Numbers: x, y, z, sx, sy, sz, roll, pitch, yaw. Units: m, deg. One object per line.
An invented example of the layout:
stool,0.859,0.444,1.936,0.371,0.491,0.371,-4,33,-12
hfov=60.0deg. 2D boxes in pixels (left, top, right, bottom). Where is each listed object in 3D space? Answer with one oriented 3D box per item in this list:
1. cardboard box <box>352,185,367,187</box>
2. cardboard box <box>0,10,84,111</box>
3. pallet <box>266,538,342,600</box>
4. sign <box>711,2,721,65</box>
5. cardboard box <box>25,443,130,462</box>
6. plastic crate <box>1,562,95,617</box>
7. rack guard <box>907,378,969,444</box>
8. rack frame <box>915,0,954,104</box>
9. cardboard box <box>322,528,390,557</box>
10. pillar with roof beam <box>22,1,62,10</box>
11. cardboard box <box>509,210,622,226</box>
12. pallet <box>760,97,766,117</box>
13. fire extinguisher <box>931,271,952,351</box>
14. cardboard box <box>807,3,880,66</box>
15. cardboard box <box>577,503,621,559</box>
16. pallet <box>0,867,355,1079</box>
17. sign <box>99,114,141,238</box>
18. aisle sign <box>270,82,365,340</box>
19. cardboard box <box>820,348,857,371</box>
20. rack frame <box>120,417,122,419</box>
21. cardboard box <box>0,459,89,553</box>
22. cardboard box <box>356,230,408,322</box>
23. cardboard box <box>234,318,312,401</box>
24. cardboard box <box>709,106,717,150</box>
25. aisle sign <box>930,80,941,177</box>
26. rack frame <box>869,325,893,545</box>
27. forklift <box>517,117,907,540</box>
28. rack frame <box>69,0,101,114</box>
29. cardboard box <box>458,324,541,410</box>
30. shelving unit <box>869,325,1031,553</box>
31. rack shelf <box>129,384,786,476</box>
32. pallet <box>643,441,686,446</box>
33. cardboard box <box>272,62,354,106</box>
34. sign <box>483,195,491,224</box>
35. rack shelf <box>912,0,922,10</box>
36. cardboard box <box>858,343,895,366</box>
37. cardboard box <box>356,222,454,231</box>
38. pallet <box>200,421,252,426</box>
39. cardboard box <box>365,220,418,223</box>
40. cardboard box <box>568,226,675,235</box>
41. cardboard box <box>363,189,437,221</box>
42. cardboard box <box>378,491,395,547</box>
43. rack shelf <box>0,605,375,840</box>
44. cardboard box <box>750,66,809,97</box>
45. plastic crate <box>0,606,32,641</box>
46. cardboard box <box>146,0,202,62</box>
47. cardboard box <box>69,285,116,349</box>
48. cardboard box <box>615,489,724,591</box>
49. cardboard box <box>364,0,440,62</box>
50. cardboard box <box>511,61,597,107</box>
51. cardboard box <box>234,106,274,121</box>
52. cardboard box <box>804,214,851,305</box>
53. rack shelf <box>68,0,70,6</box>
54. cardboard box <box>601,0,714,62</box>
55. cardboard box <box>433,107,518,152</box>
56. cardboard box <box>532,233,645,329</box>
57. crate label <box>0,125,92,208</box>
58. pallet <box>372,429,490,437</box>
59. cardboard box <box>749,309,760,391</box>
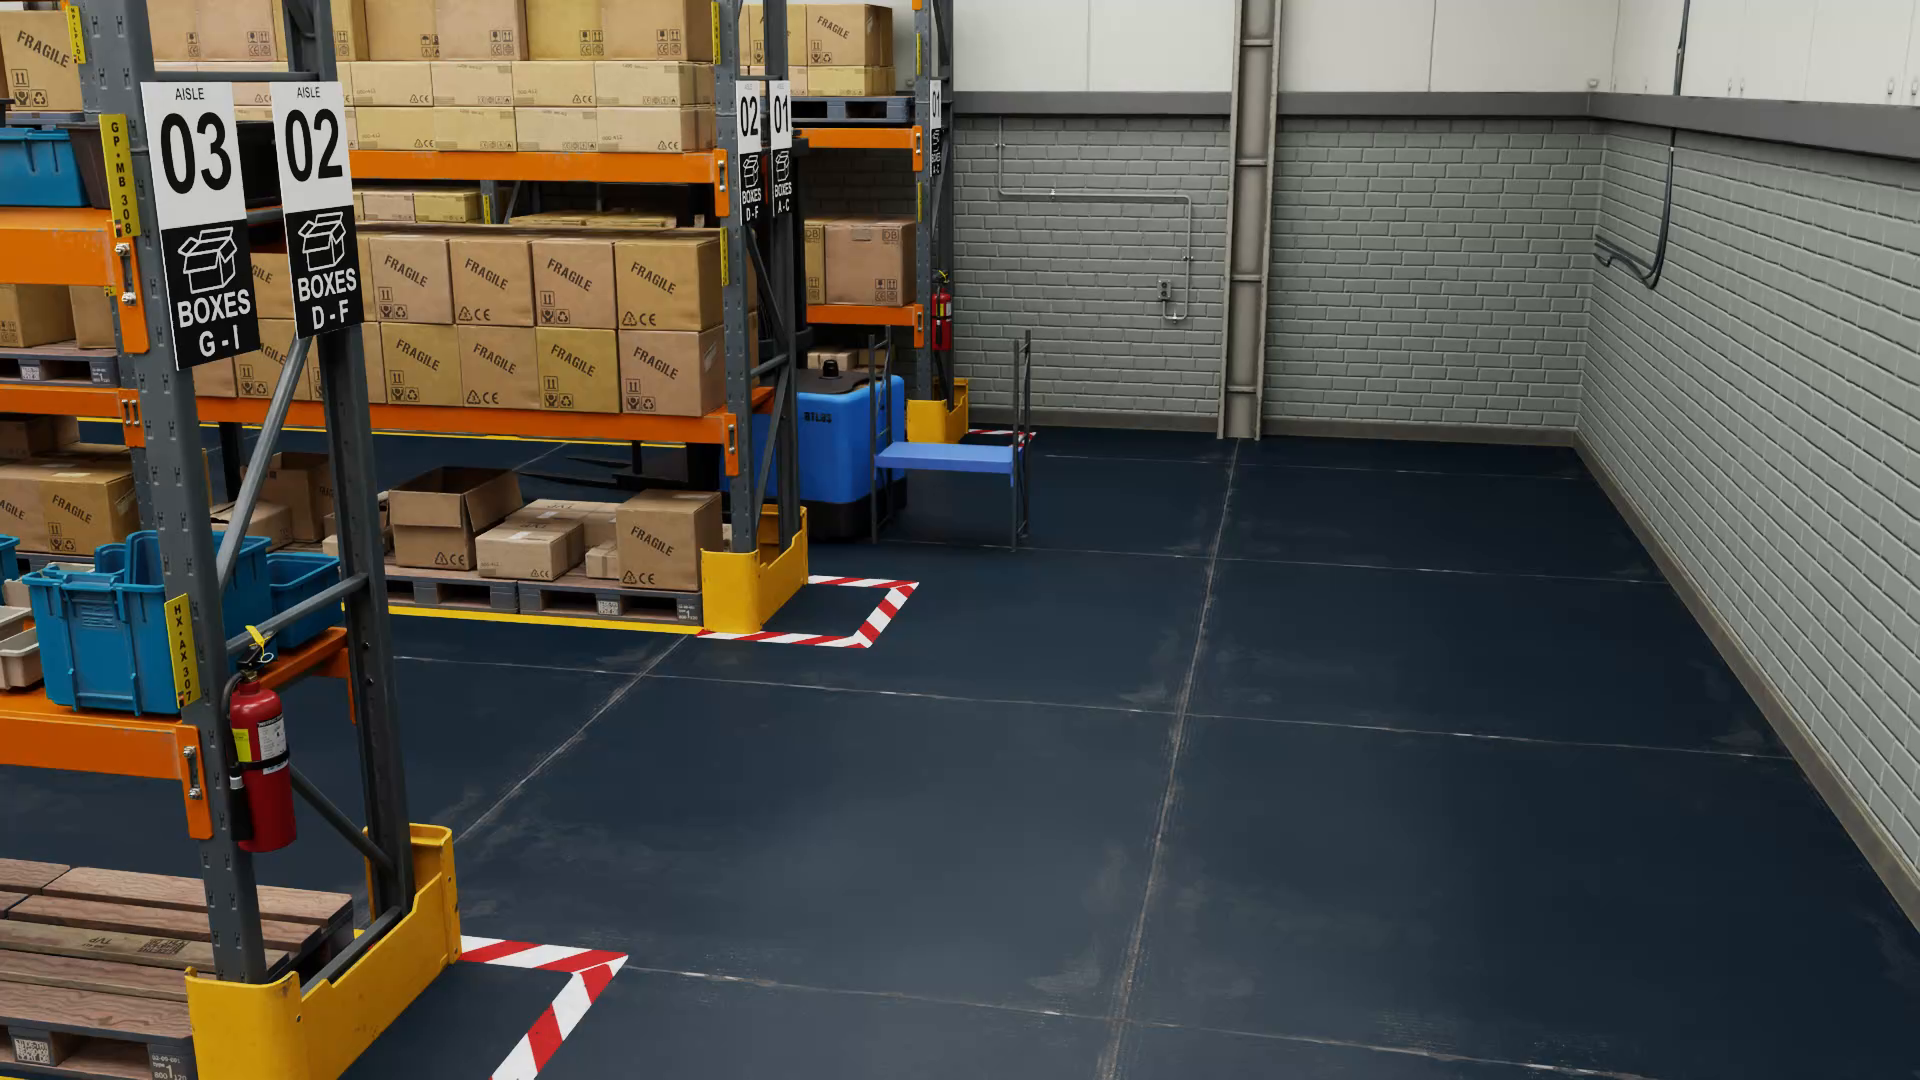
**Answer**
cardboard box,-6.052,-3.279,16.025,0.500,0.250,0.500,3,16,10
cardboard box,-5.599,-3.038,10.561,0.600,0.600,0.600,2,16,6
pallet,-4.447,0.133,11.117,1.213,0.211,1.003,3,16,11
sign,-1.330,-2.763,9.071,0.005,0.325,0.100,3,16,11
cardboard box,-6.070,-0.370,11.568,0.500,0.500,0.500,3,16,12
plastic crate,-3.330,0.185,6.088,0.298,0.136,0.250,3,16,11
rack guard,-0.193,-1.125,15.118,0.348,0.500,1.175,3,16,11
rack frame,-0.216,-5.222,13.988,0.127,3.000,1.000,3,16,11
cardboard box,-3.902,0.028,10.756,0.250,0.166,0.380,3,16,11
pillar with roof beam,-10.015,-4.817,12.525,0.400,9.000,9.100,3,16,11
cardboard box,-3.608,-2.655,15.397,0.700,0.700,0.980,3,16,12
pallet,-2.145,-3.835,14.765,1.213,0.211,1.003,3,16,11
fire extinguisher,-0.161,-1.985,14.384,0.183,0.674,0.296,3,16,11
cardboard box,-0.988,-4.284,14.121,0.500,0.500,0.500,3,16,11
cardboard box,-2.166,-0.052,10.886,0.500,0.250,0.500,3,16,11
pallet,-2.991,1.550,6.000,1.213,0.211,1.003,3,16,11
sign,-2.284,-0.990,4.523,0.005,0.325,0.100,3,16,11
aisle sign,-2.061,-1.066,5.352,0.004,0.787,0.394,3,16,11
cardboard box,-1.084,-1.612,14.872,0.250,0.149,0.380,3,16,10
rack frame,-8.056,-2.757,16.325,0.127,3.000,1.000,3,16,11
cardboard box,-6.143,-0.235,11.080,0.500,0.500,0.500,3,16,11
cardboard box,-3.705,-1.624,10.177,0.500,0.500,0.500,3,16,9
cardboard box,-4.172,-1.171,10.414,0.500,0.500,0.500,3,16,12
cardboard box,-1.653,-2.502,10.068,0.500,0.250,0.500,3,16,11
aisle sign,-0.206,-3.502,14.144,0.004,0.787,0.394,3,16,11
rack frame,-0.563,-0.753,11.901,0.032,1.500,0.500,3,16,12
forklift,-1.965,-1.649,12.455,3.031,2.935,1.130,7,17,23
rack frame,-5.120,-4.139,10.077,0.127,3.000,1.000,3,16,11
cardboard box,-2.690,-1.091,10.123,0.500,0.500,0.500,3,16,12
shelving unit,-0.065,-0.725,11.799,1.048,1.500,0.538,3,16,12
rack shelf,-3.160,-0.795,10.590,4.000,0.370,1.077,3,16,11
pallet,-2.207,-1.075,15.477,1.213,0.211,1.003,3,16,11
cardboard box,-3.715,-2.715,9.901,0.500,0.250,0.500,3,16,11
sign,-4.235,-2.921,14.898,0.005,0.325,0.100,3,16,11
rack shelf,-2.176,-4.789,14.521,4.000,0.370,1.077,3,16,11
cardboard box,-0.760,-1.698,15.184,0.250,0.149,0.380,3,16,11
cardboard box,-3.576,-1.765,10.686,0.500,0.500,0.500,3,16,12
pallet,-7.298,-1.351,16.475,1.213,0.211,1.003,3,16,11
cardboard box,-5.141,-2.728,15.440,0.500,0.500,0.500,3,16,12
cardboard box,-2.096,-1.683,10.390,0.500,0.500,0.500,3,16,12
cardboard box,-5.144,-3.094,15.356,0.500,0.250,0.500,3,16,12
cardboard box,-3.770,-0.168,11.192,0.500,0.311,0.500,3,16,11
rack shelf,-4.150,0.501,5.913,4.000,0.370,1.077,3,16,11
cardboard box,-1.497,-3.952,14.327,0.500,0.250,0.500,3,16,9
plastic crate,-3.307,0.343,5.515,0.243,0.136,0.396,3,16,11
cardboard box,-4.636,-3.208,10.273,0.500,0.500,0.700,3,16,11
cardboard box,-5.539,-1.582,11.111,0.500,0.500,0.700,-2,16,-8
cardboard box,-1.782,-0.007,10.256,0.500,0.500,0.500,3,16,11
cardboard box,-3.162,-3.132,10.001,0.500,0.500,0.700,3,16,11
cardboard box,-2.244,-2.636,9.616,0.500,0.250,0.500,3,16,11
cardboard box,-4.203,-2.503,10.070,0.500,0.250,0.500,3,16,11
cardboard box,-1.433,-2.536,14.966,0.700,0.700,0.980,3,16,11
rack shelf,-6.096,-5.002,15.289,4.000,0.370,1.077,3,16,11
cardboard box,-1.707,-3.034,9.646,0.500,0.500,0.700,3,16,11
cardboard box,-2.736,-2.419,9.769,0.500,0.250,0.500,3,16,11
cardboard box,-2.186,-1.543,9.885,0.500,0.500,0.500,4,16,13
crate label,-3.030,-1.247,5.534,0.502,0.251,0.408,3,16,11
pallet,-4.907,-1.221,16.006,1.213,0.211,1.003,3,16,11
cardboard box,-1.582,-1.176,10.430,0.500,0.500,0.500,3,16,12
